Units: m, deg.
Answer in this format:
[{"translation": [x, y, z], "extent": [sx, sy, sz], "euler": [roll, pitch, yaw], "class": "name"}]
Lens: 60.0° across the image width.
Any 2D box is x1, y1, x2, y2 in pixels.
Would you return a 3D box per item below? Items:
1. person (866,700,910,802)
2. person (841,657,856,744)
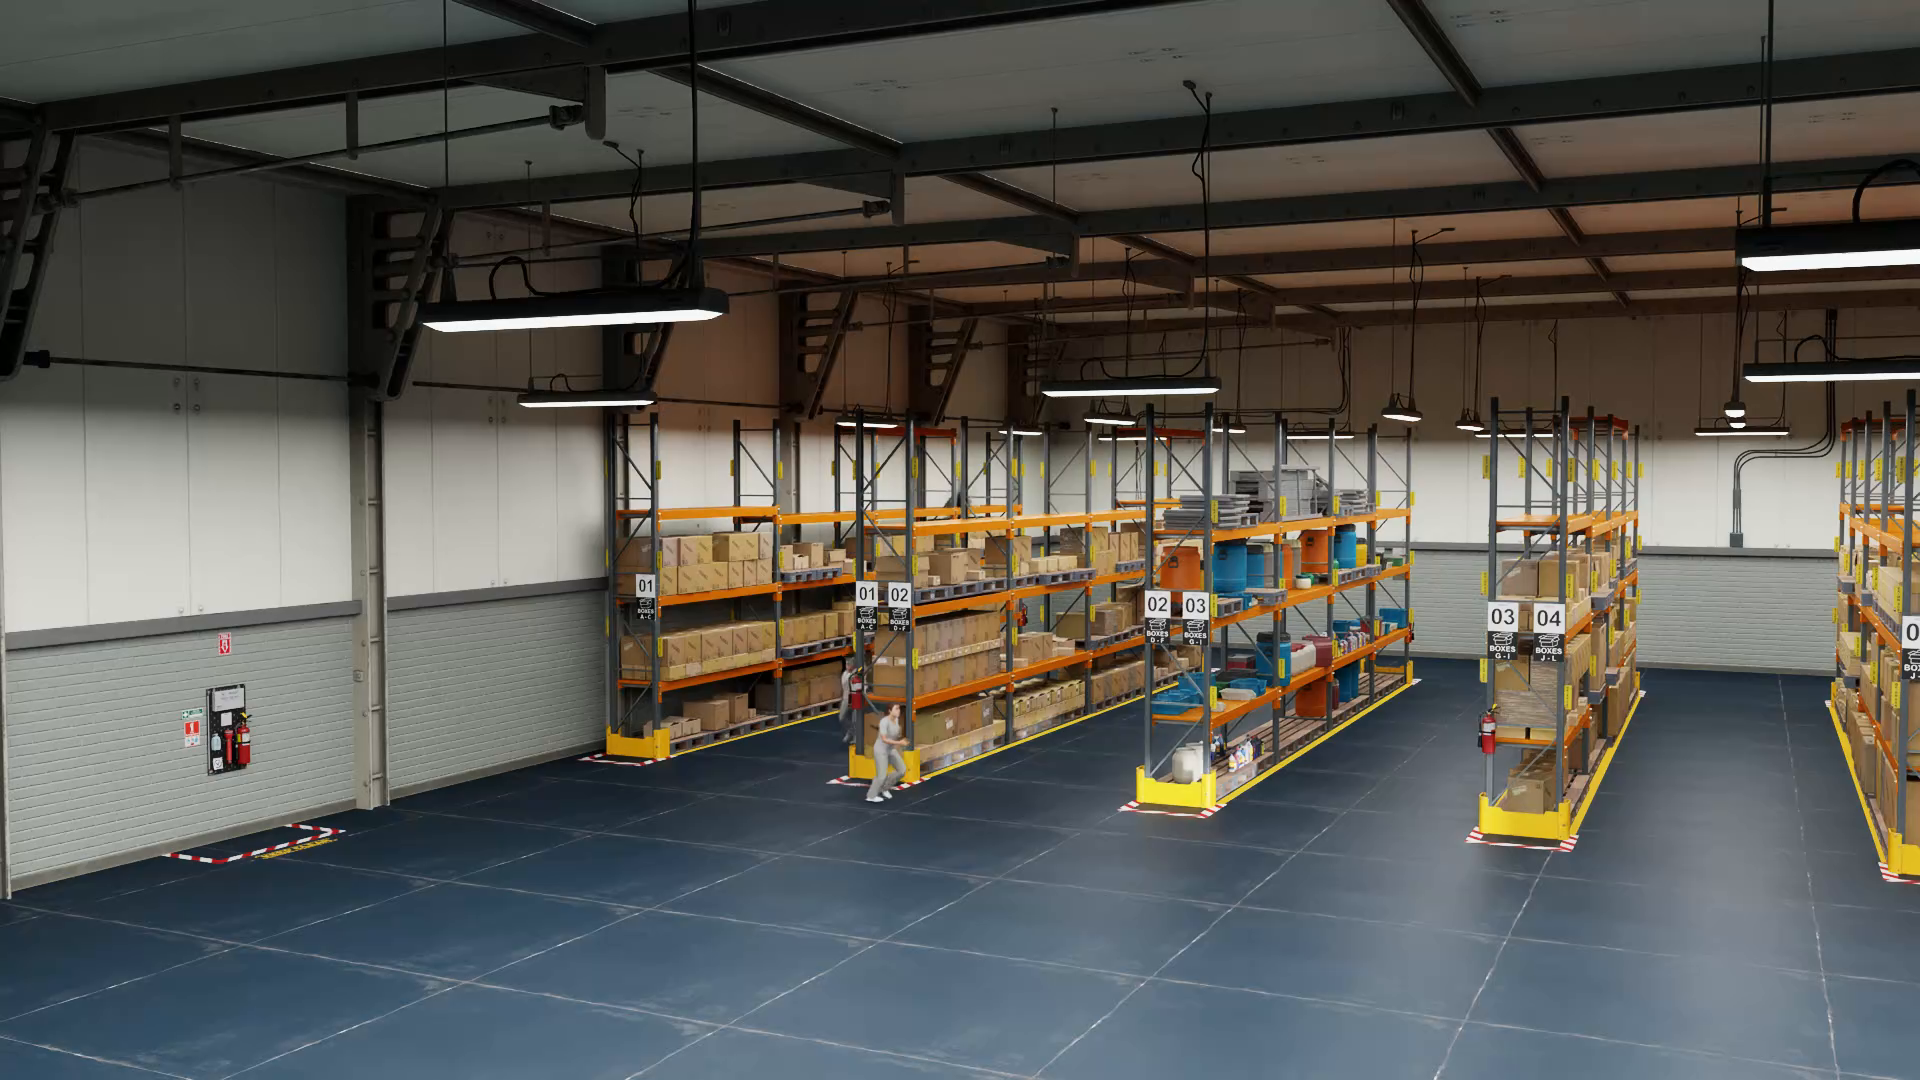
[{"translation": [-1.067, 3.168, 24.901], "extent": [0.806, 1.561, 0.556], "euler": [2, 3, 36], "class": "person"}, {"translation": [-1.987, 2.916, 30.095], "extent": [0.541, 1.612, 0.741], "euler": [1, 3, 25], "class": "person"}]
